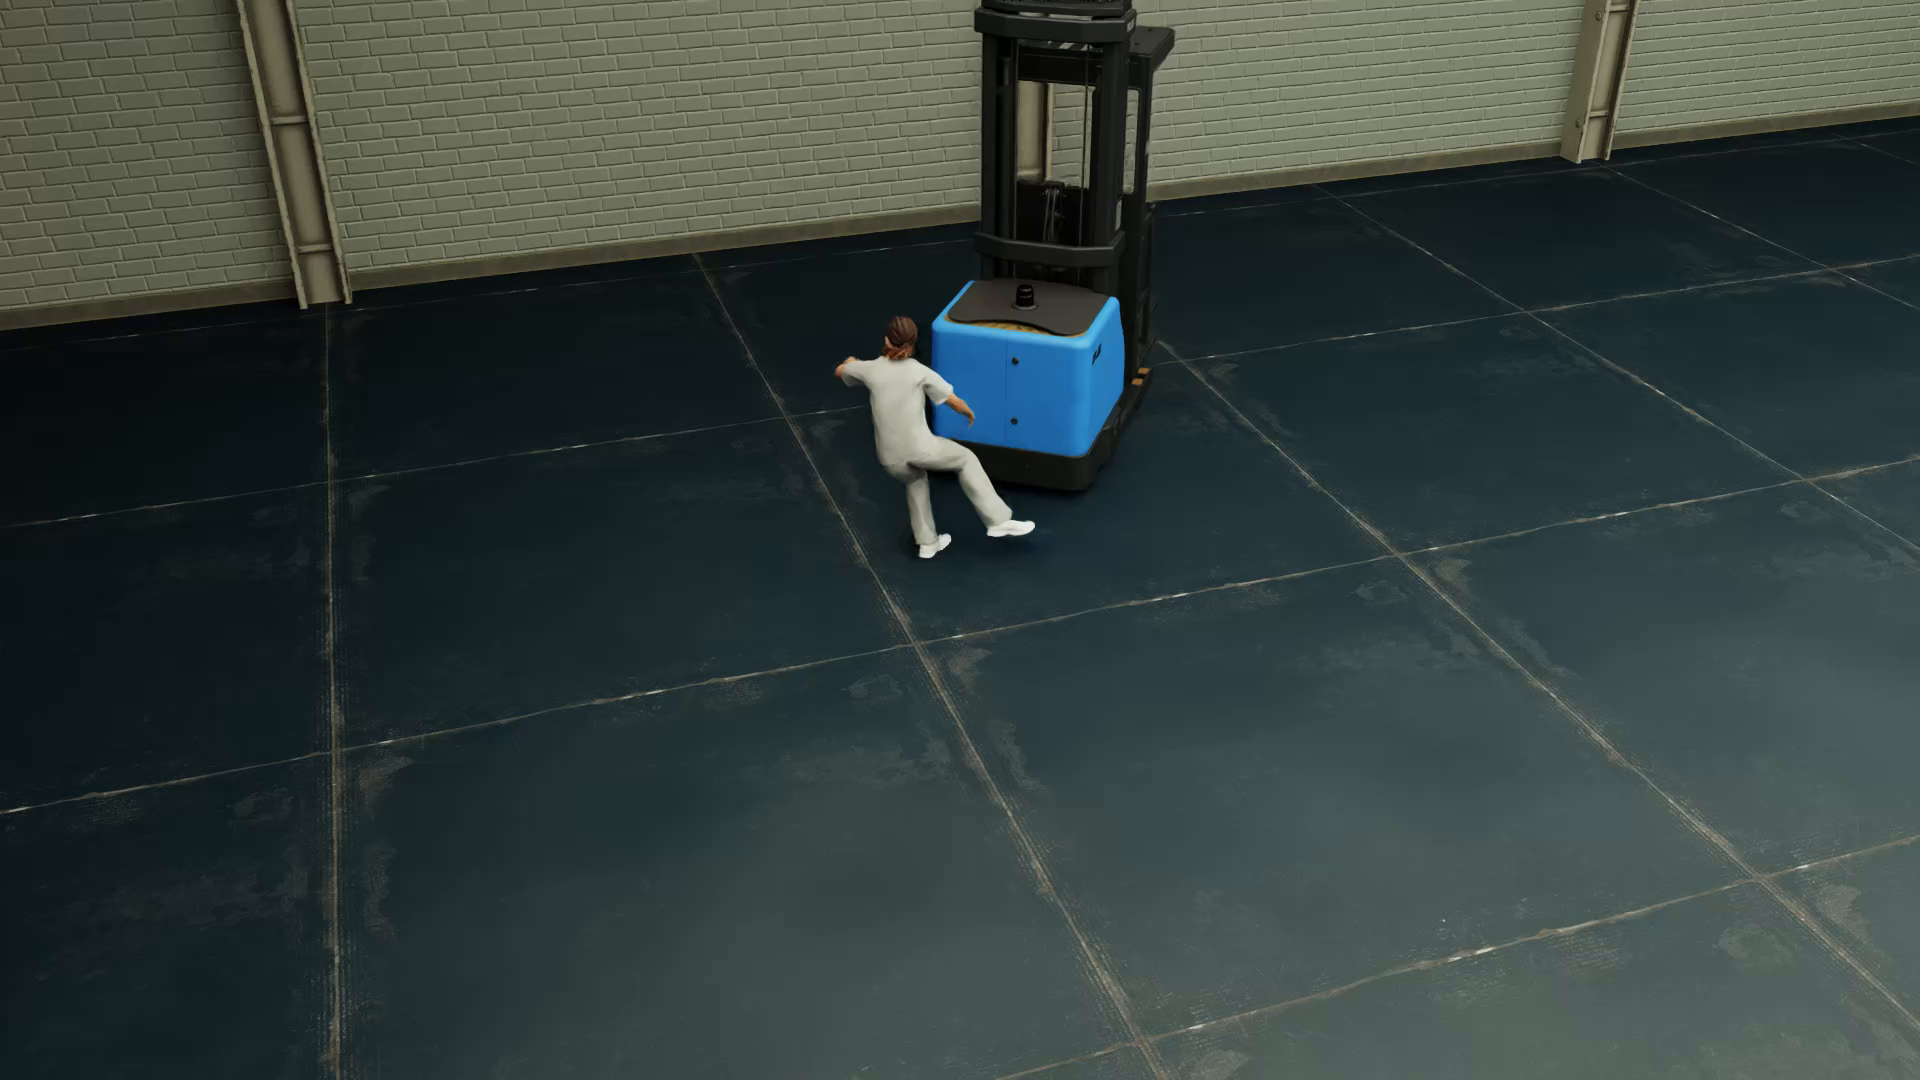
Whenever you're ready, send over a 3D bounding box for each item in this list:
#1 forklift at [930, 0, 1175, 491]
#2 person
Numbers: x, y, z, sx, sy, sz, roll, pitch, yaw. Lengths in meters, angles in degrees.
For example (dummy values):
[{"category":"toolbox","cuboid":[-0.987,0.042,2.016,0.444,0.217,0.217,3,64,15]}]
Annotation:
[{"category":"forklift","cuboid":[0.748,-2.298,11.081,1.130,2.935,3.031,9,31,16]},{"category":"person","cuboid":[-0.139,-0.651,9.751,1.187,1.434,0.824,2,30,3]}]
